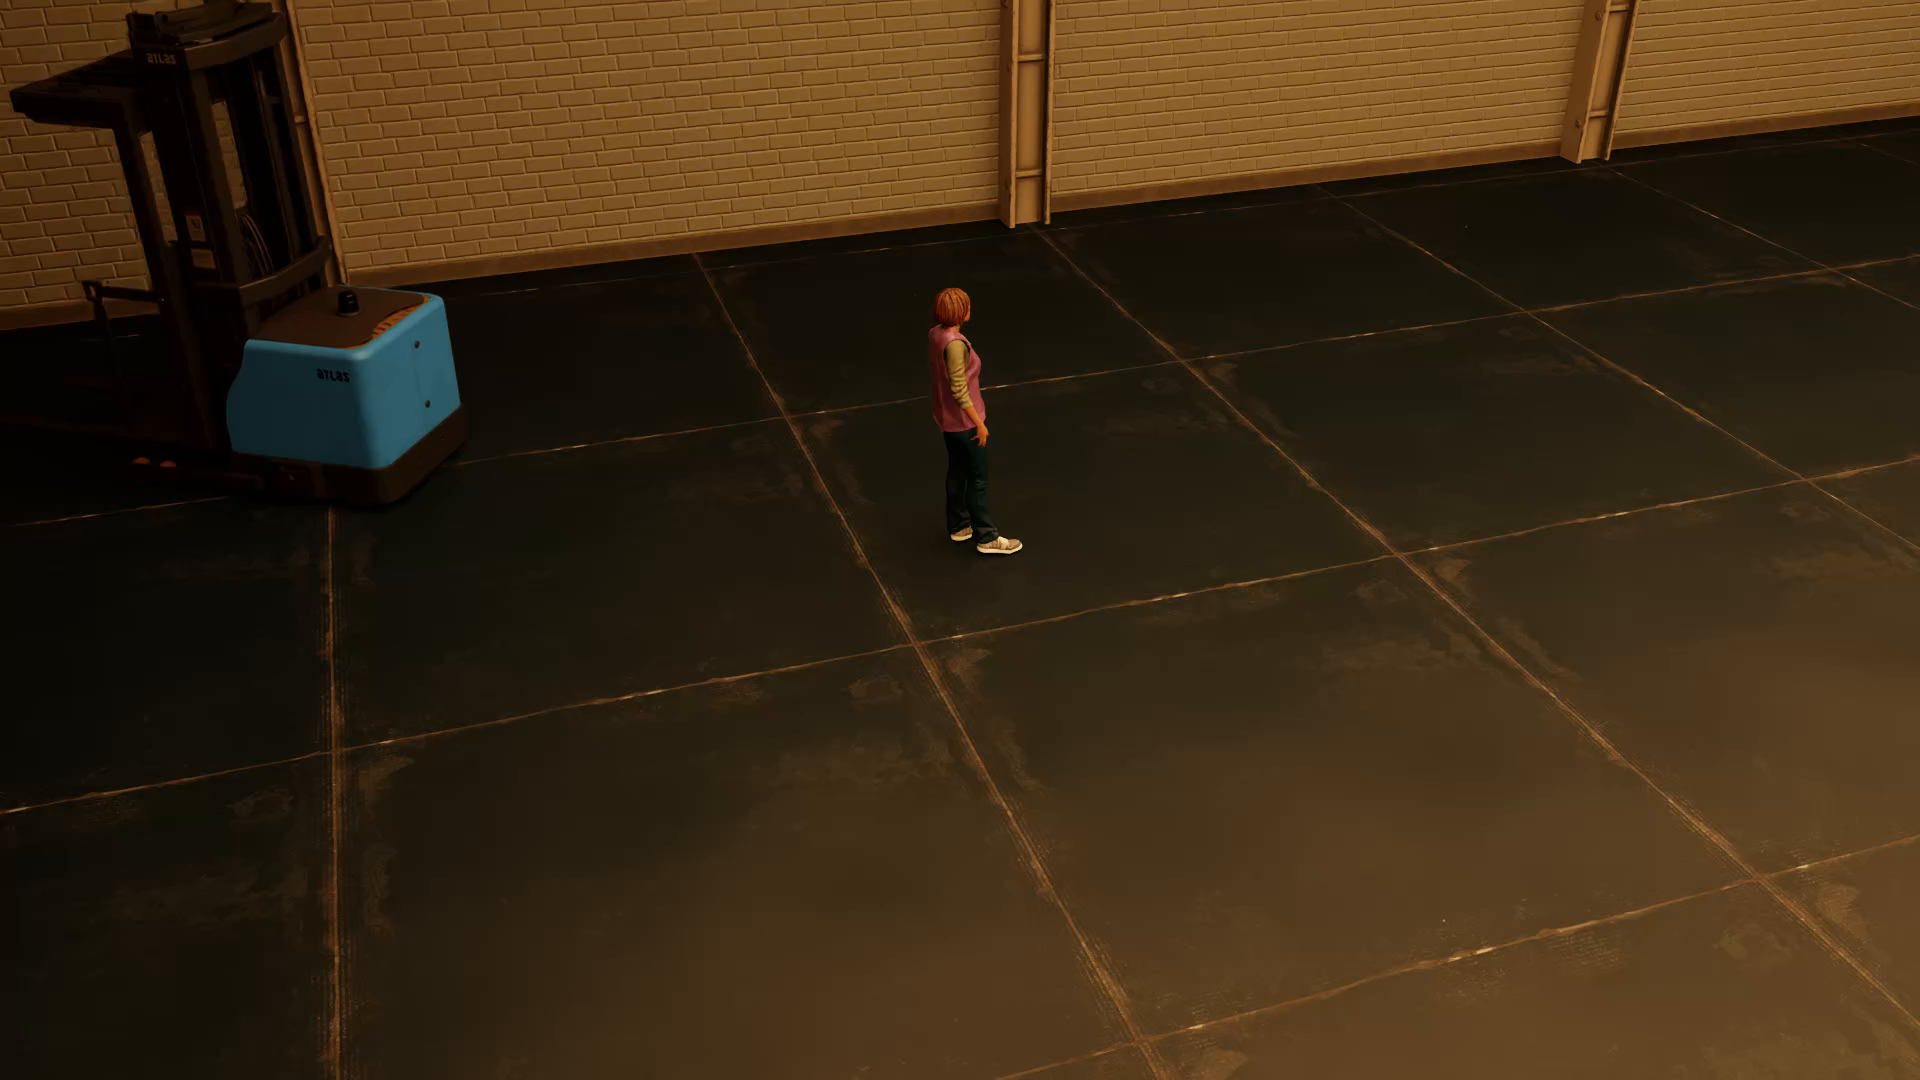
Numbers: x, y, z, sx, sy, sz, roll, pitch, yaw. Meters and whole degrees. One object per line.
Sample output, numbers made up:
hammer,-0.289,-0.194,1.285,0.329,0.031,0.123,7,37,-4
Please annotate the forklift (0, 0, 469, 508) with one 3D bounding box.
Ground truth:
forklift,-4.845,-1.854,10.309,3.031,2.935,1.130,7,31,12

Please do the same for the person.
person,0.074,-0.704,9.632,0.476,1.597,0.520,-10,31,-16
